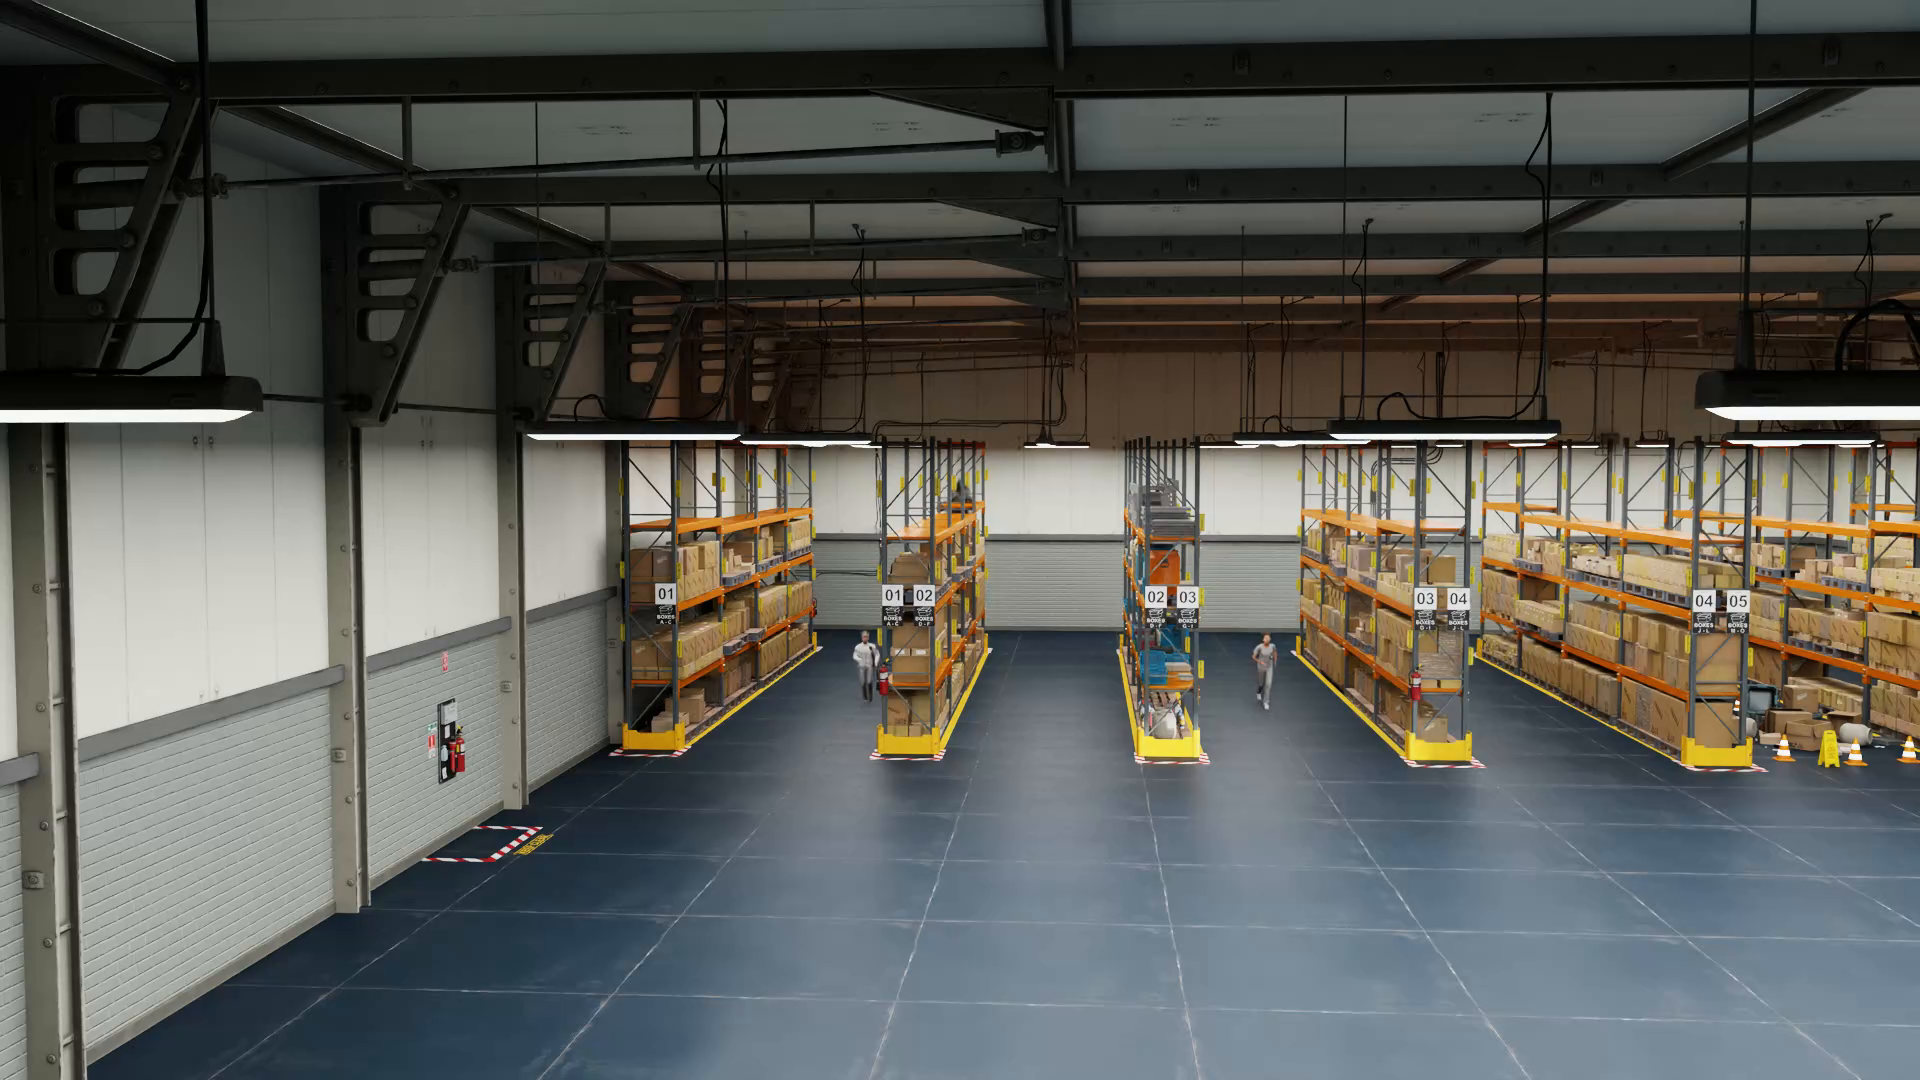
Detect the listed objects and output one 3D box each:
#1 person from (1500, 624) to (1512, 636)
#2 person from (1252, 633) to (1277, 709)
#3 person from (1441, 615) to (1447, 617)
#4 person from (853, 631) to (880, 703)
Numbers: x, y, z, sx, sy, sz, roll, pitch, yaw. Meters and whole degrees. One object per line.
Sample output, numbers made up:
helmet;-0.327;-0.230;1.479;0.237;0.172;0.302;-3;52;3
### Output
person;15.604;2.371;47.299;0.829;1.683;0.758;2;4;39
person;6.829;2.900;37.270;0.587;1.664;0.989;0;3;-4
person;13.244;2.405;46.467;0.777;1.664;0.546;2;4;35
person;-2.116;2.878;37.523;0.595;1.660;0.584;0;3;0
